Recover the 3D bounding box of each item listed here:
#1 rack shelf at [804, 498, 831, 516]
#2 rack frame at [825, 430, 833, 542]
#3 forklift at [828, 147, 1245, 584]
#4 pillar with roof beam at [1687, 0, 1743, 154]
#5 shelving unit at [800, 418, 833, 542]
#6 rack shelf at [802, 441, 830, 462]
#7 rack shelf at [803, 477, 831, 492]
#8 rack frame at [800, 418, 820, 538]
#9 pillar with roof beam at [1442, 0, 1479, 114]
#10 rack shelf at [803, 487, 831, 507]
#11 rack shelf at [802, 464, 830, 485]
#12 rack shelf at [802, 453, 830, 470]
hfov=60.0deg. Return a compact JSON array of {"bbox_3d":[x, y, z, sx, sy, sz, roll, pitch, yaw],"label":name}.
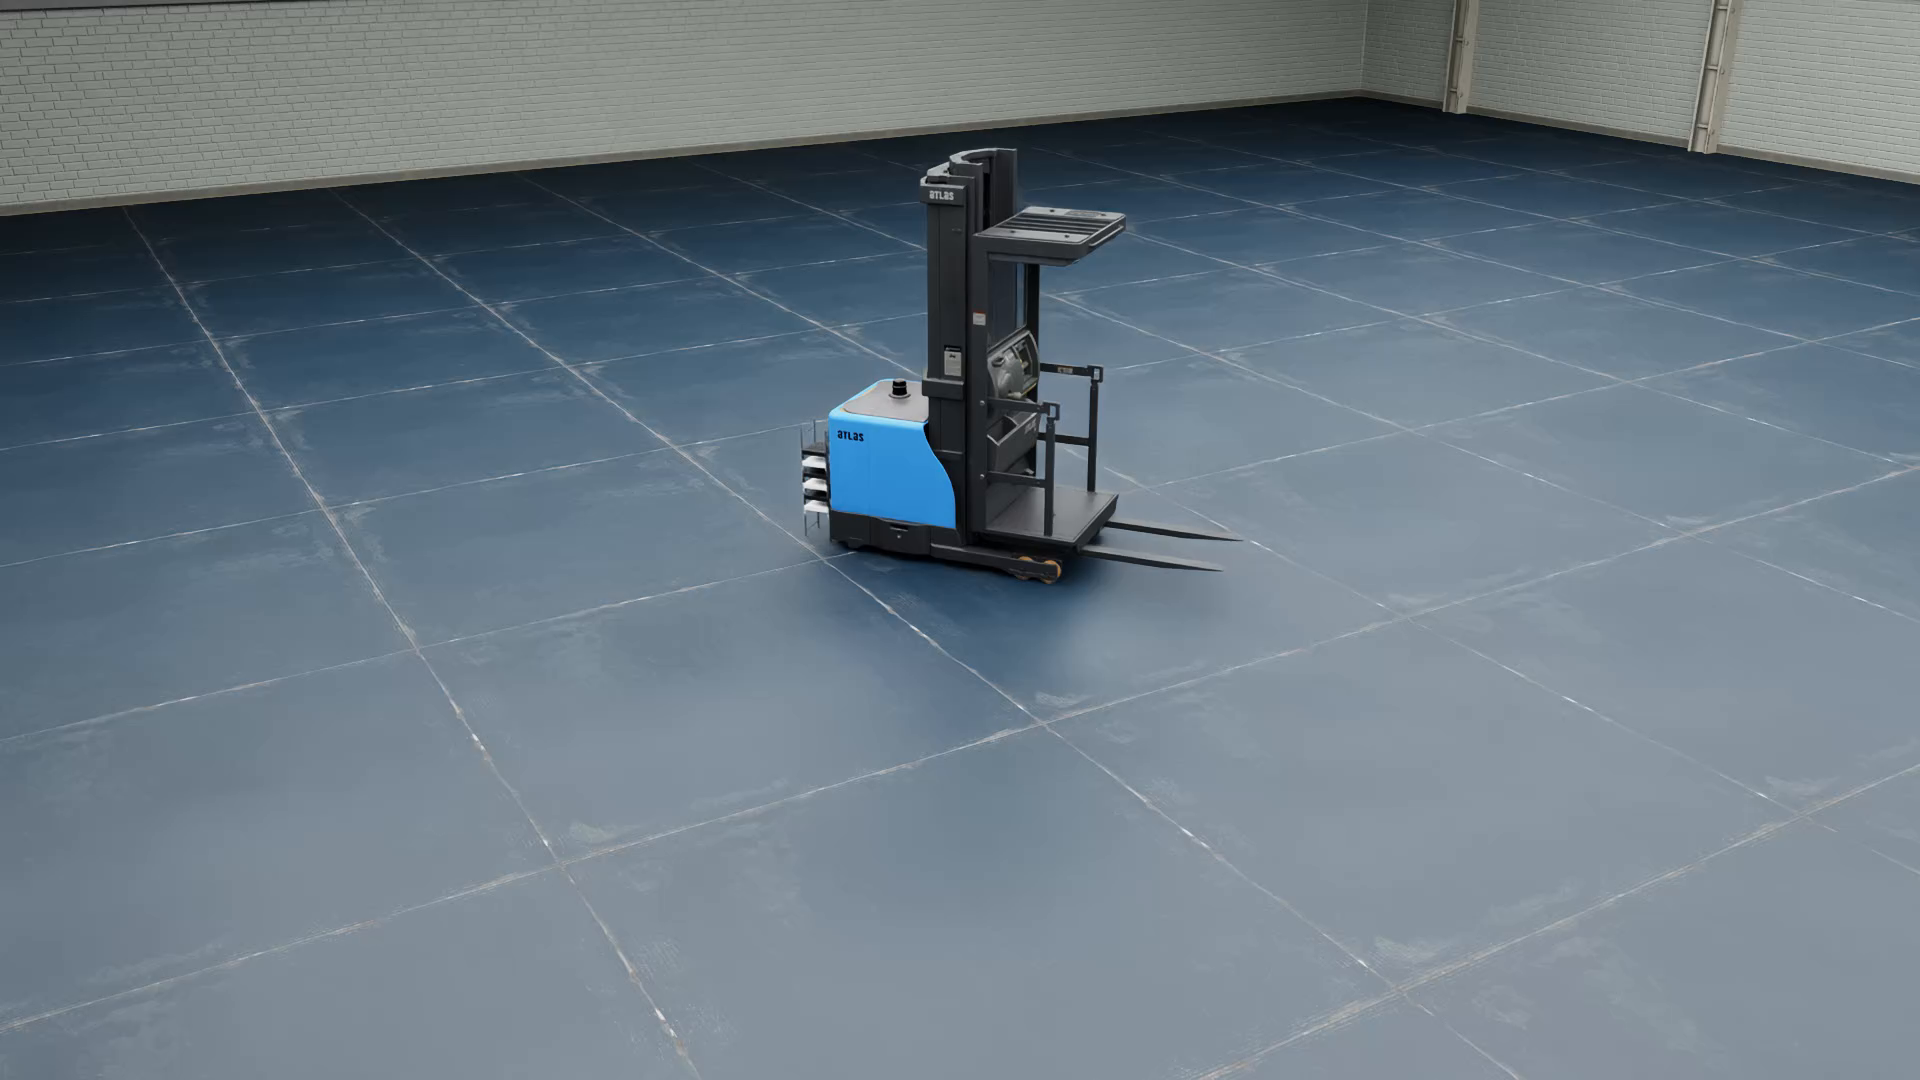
[{"bbox_3d":[-1.056,-0.260,12.822,0.200,0.077,0.258,8,23,20],"label":"rack shelf"},{"bbox_3d":[-0.963,-0.445,12.707,0.006,0.900,0.240,8,23,20],"label":"rack frame"},{"bbox_3d":[0.576,-1.269,12.041,3.031,2.935,1.130,9,24,21],"label":"forklift"},{"bbox_3d":[9.745,-10.378,26.393,9.100,9.000,0.400,-13,25,-28],"label":"pillar with roof beam"},{"bbox_3d":[-1.057,-0.458,12.742,0.210,0.900,0.258,8,23,20],"label":"shelving unit"},{"bbox_3d":[-1.059,-0.678,12.653,0.200,0.077,0.258,8,23,20],"label":"rack shelf"},{"bbox_3d":[-1.057,-0.427,12.754,0.200,0.077,0.258,8,23,20],"label":"rack shelf"},{"bbox_3d":[-1.152,-0.472,12.777,0.006,0.900,0.240,8,23,20],"label":"rack frame"},{"bbox_3d":[6.680,-12.320,31.171,9.100,9.000,0.400,-13,25,-28],"label":"pillar with roof beam"},{"bbox_3d":[-1.056,-0.344,12.788,0.200,0.077,0.258,8,23,20],"label":"rack shelf"},{"bbox_3d":[-1.057,-0.511,12.721,0.200,0.077,0.258,8,23,20],"label":"rack shelf"},{"bbox_3d":[-1.058,-0.594,12.687,0.200,0.077,0.258,8,23,20],"label":"rack shelf"}]
